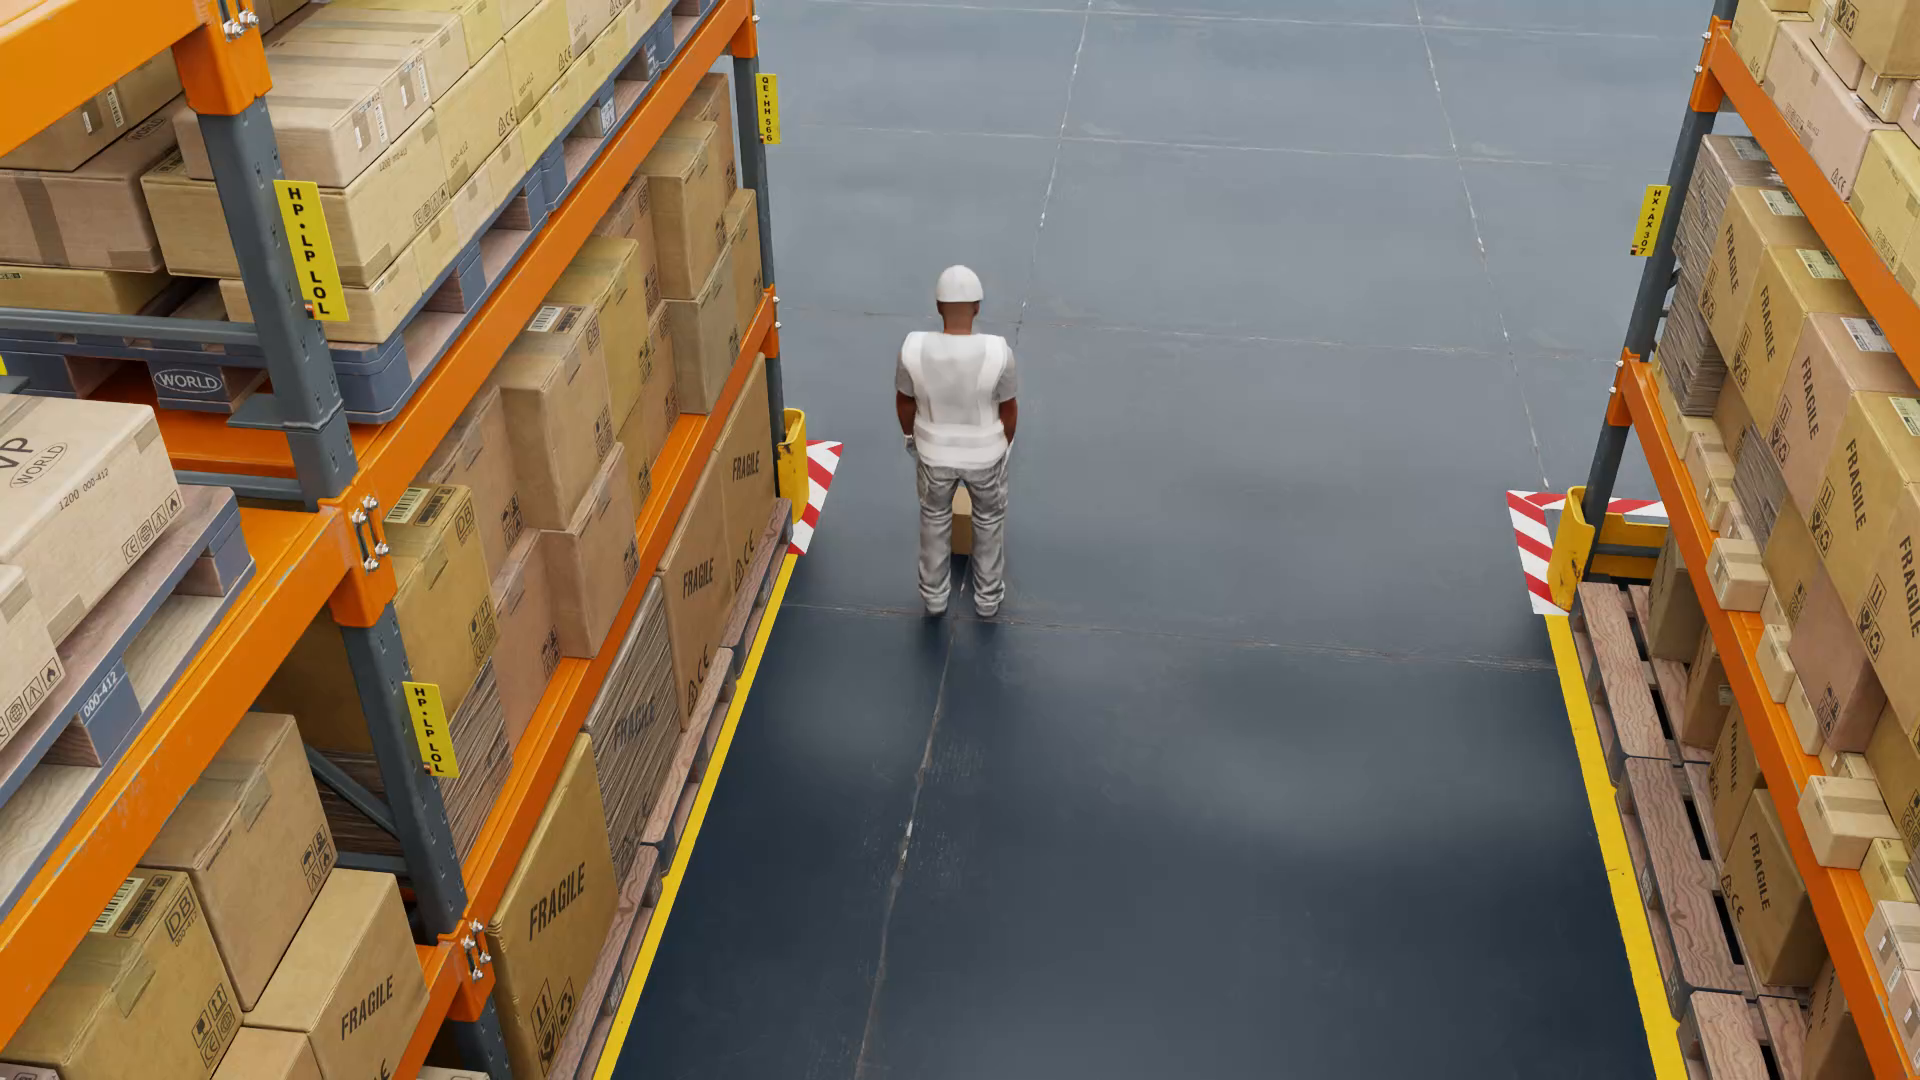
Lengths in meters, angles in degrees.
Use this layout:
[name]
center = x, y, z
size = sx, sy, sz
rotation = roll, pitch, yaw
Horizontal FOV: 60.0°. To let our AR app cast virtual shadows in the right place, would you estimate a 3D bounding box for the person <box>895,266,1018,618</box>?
[person]
center = -0.011, -0.426, 7.631
size = 0.554, 1.769, 0.379
rotation = 5, 36, 7
